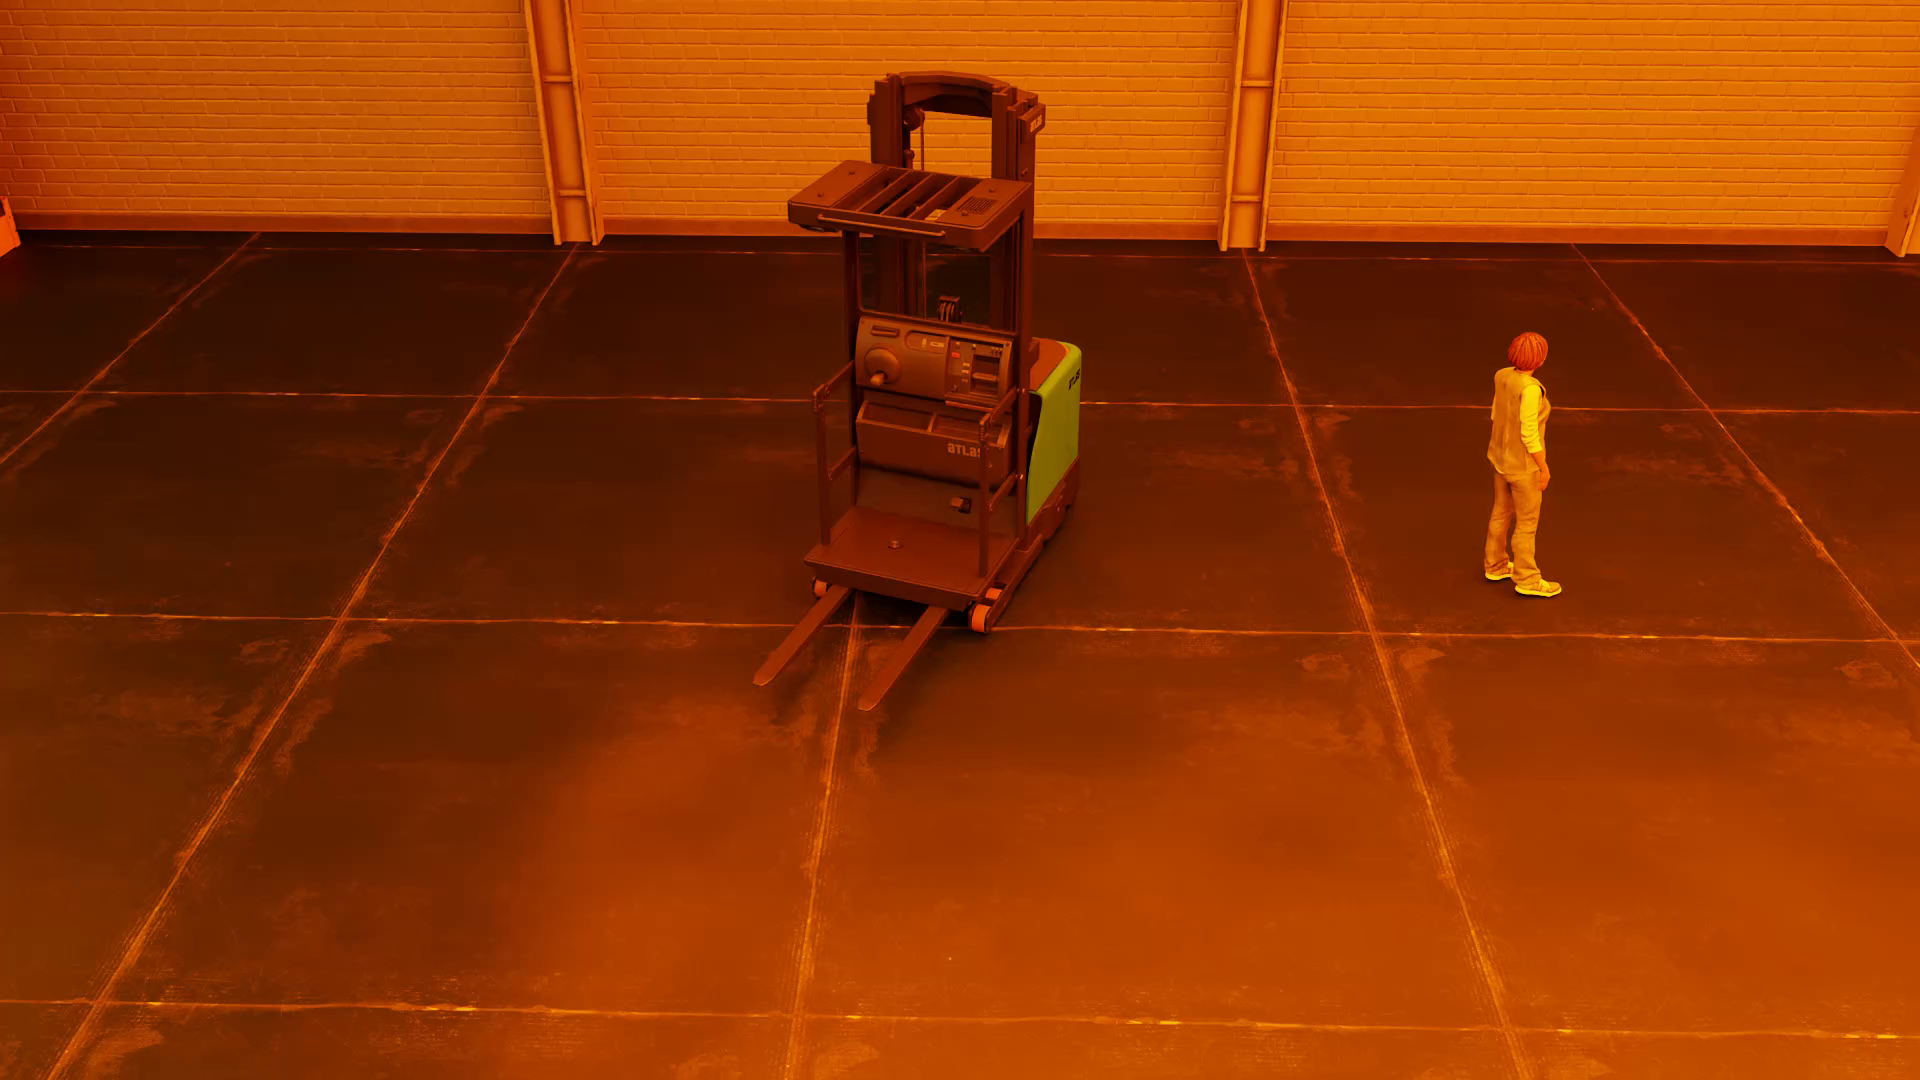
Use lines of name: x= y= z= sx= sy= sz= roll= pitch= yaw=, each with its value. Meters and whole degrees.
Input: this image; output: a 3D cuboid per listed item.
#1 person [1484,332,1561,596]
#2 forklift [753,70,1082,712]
person: x=3.315 y=-0.458 z=9.689 sx=0.474 sy=1.598 sz=0.519 roll=-6 pitch=31 yaw=-10
forklift: x=-0.230 y=-0.966 z=9.252 sx=1.130 sy=2.935 sz=3.031 roll=11 pitch=32 yaw=18
